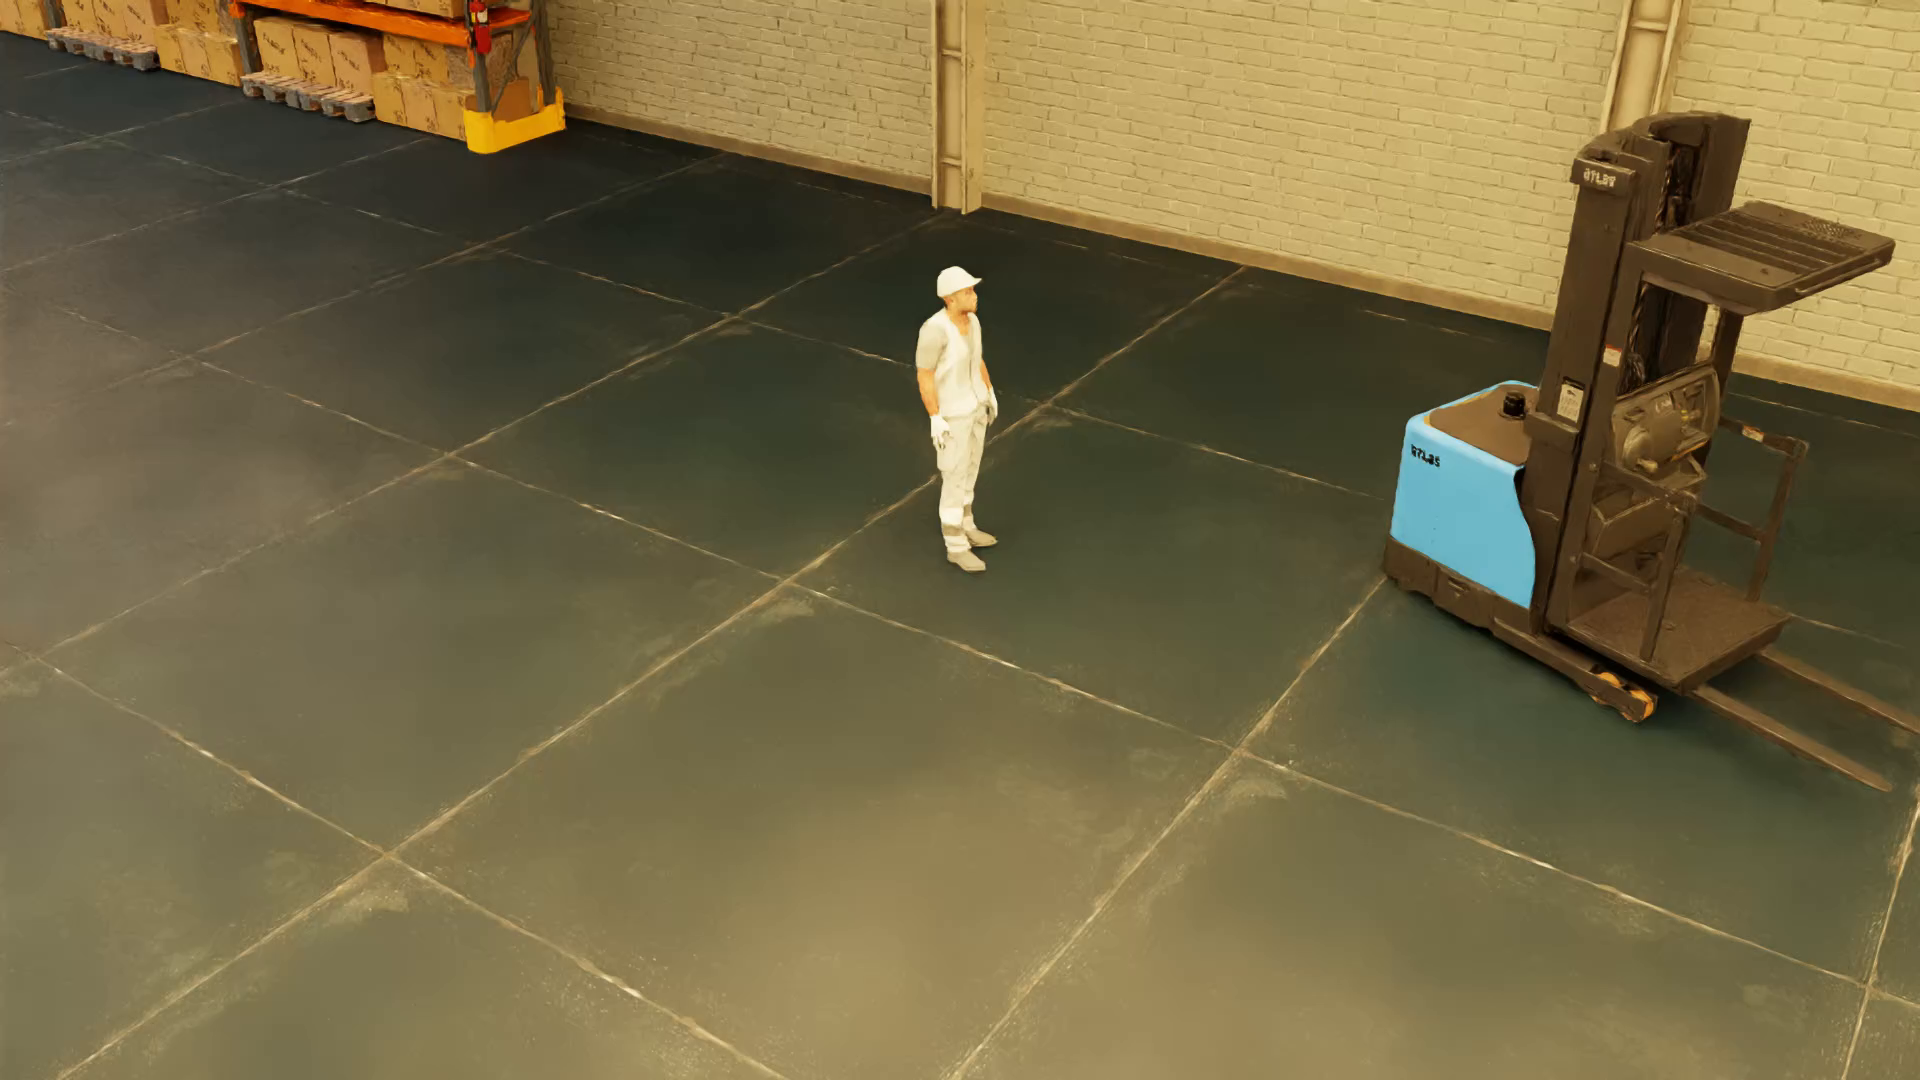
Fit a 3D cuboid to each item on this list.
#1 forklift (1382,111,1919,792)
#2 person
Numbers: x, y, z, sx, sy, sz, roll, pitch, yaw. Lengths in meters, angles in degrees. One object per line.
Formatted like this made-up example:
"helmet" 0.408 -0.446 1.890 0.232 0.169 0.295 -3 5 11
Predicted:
"forklift" 3.829 -0.582 8.584 1.130 2.935 3.031 -20 36 -31
"person" 0.060 -0.752 10.001 0.563 1.787 0.637 19 35 29
